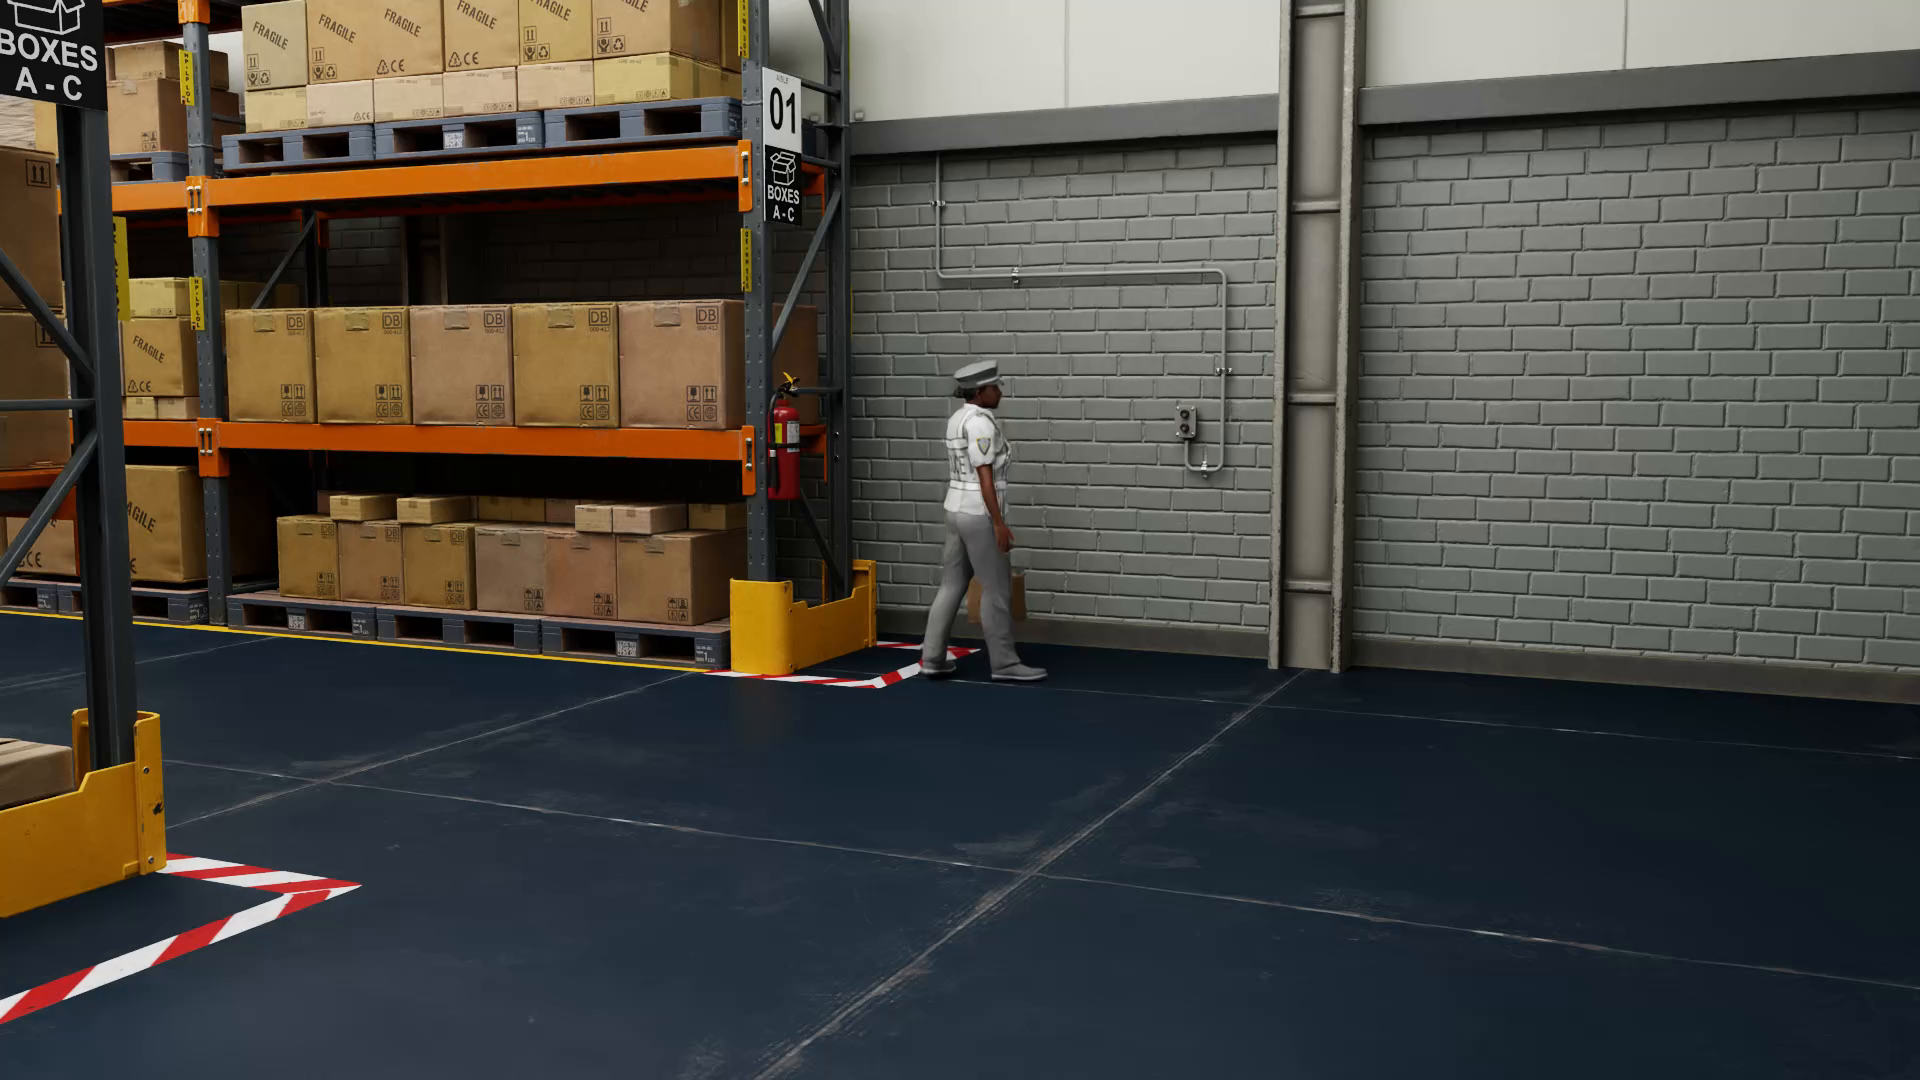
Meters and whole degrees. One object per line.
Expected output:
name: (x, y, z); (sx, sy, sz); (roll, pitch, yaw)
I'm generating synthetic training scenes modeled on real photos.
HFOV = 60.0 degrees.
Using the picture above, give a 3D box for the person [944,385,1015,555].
person: (0.112, -0.431, 8.629); (0.343, 0.963, 0.584); (-2, 6, -20)
